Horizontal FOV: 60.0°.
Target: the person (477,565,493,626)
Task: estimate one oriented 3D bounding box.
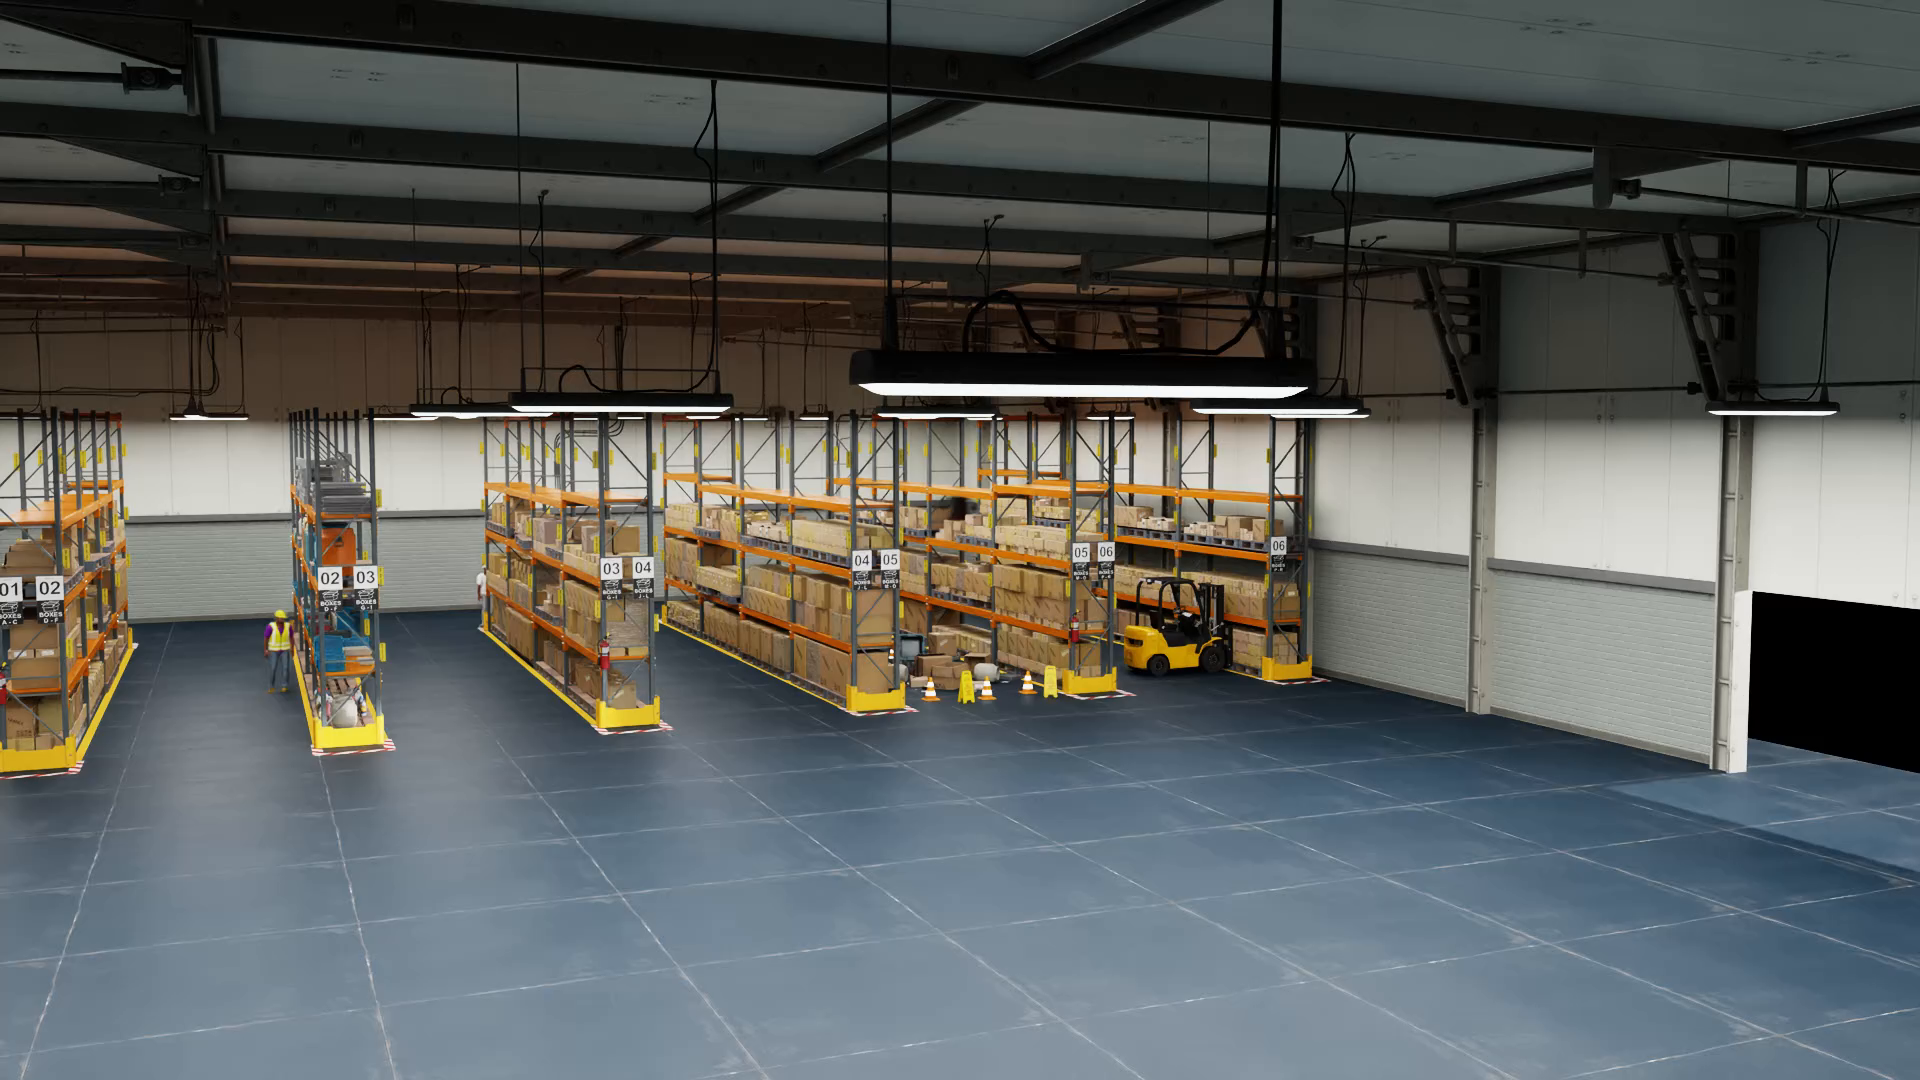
[{"bbox_3d":[-13.385,1.531,47.082,0.583,1.774,0.404,-2,5,-30],"label":"person"}]

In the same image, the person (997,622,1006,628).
[{"bbox_3d":[1.089,1.486,44.194,0.367,1.697,0.546,-1,4,-17],"label":"person"}]

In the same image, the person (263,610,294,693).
[{"bbox_3d":[-14.508,2.375,35.438,0.629,1.788,0.475,-3,5,-33],"label":"person"}]
